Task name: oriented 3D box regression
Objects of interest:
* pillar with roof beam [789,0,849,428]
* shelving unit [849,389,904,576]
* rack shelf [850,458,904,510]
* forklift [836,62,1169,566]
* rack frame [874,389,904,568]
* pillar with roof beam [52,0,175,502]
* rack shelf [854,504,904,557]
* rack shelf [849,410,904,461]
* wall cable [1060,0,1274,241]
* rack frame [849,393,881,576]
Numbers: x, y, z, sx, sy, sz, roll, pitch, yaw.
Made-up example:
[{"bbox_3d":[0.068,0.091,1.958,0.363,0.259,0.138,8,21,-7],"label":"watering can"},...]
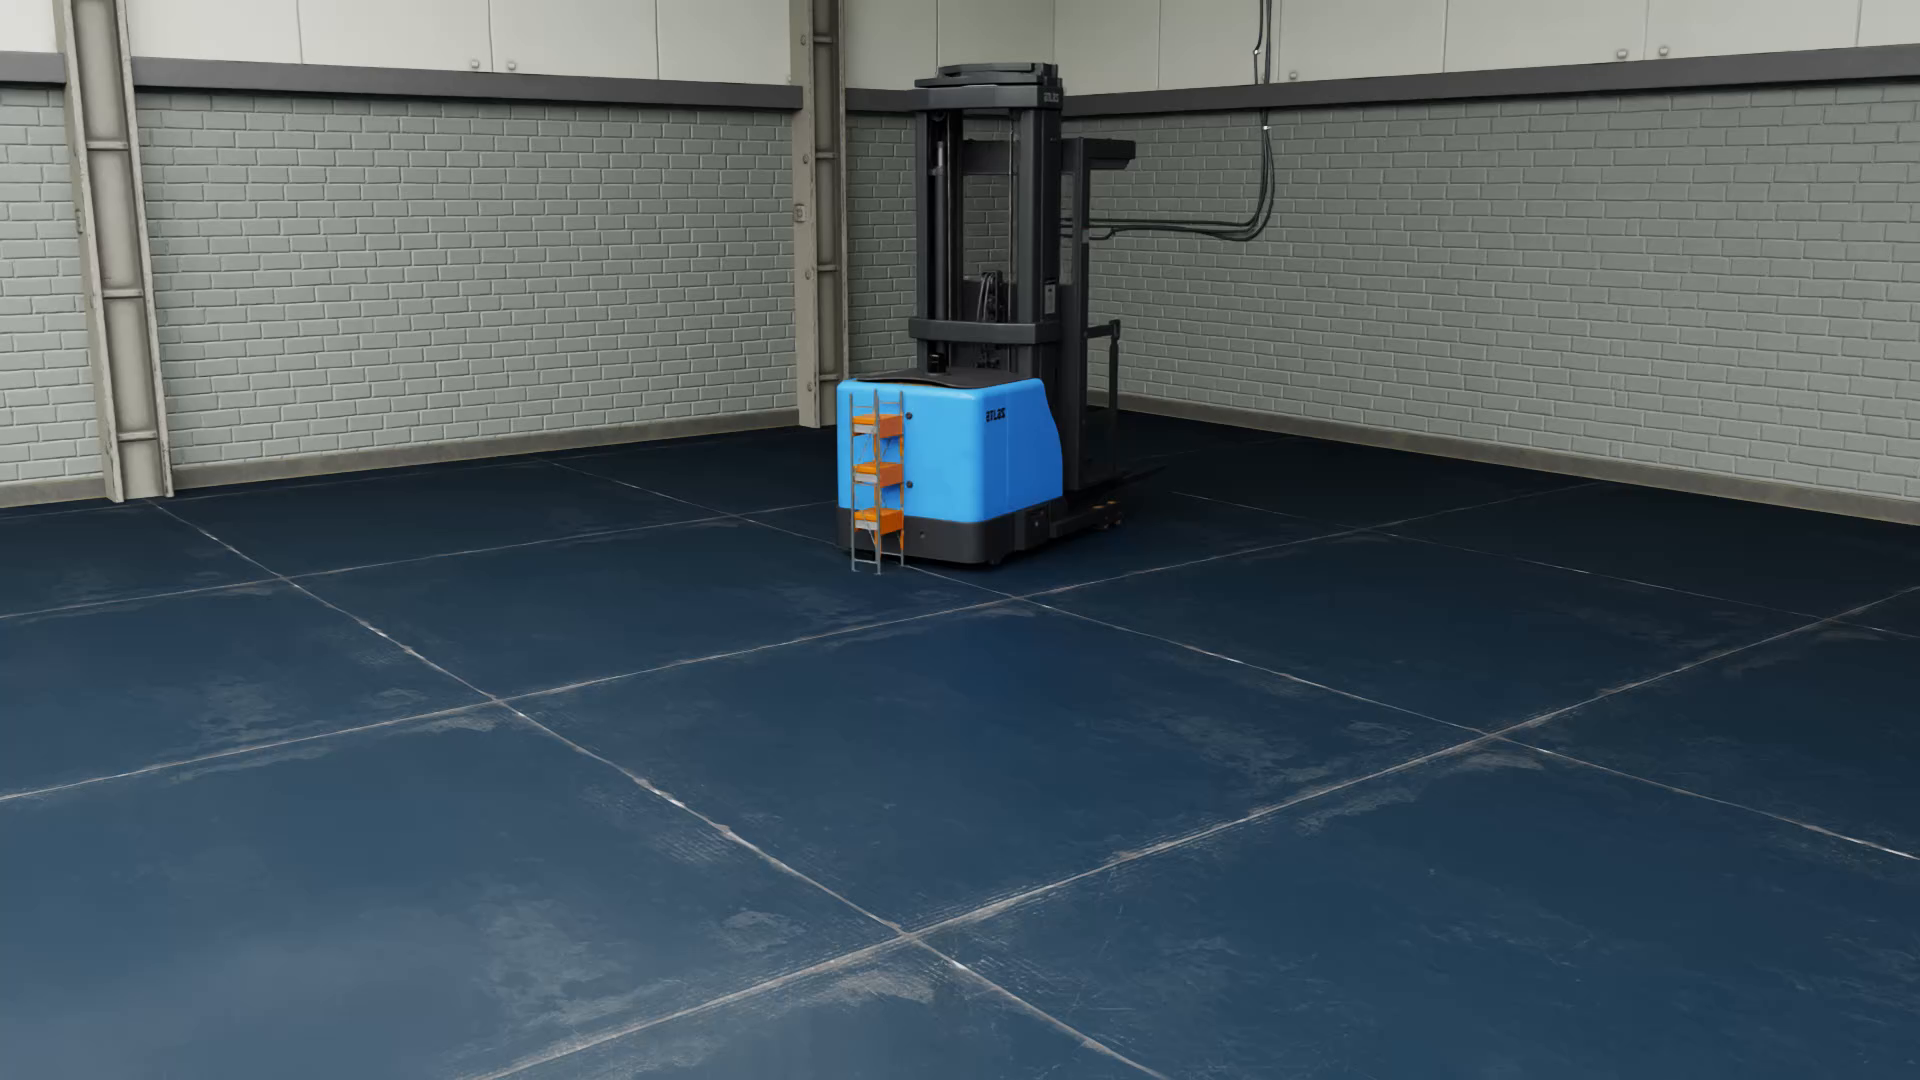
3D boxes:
[{"bbox_3d":[1.396,-4.800,11.571,0.400,9.000,9.100,-9,15,-38],"label":"pillar with roof beam"},{"bbox_3d":[-0.483,-0.340,9.701,0.215,1.050,0.252,7,14,31],"label":"shelving unit"},{"bbox_3d":[-0.483,-0.329,9.703,0.215,0.259,0.240,7,14,31],"label":"rack shelf"},{"bbox_3d":[0.448,-1.542,10.834,1.130,2.935,3.031,7,14,31],"label":"forklift"},{"bbox_3d":[-0.419,-0.361,9.802,0.200,1.050,0.008,7,14,31],"label":"rack frame"},{"bbox_3d":[-3.290,-4.022,7.905,0.400,9.000,9.100,-9,15,-38],"label":"pillar with roof beam"},{"bbox_3d":[-0.483,-0.057,9.761,0.215,0.259,0.240,7,14,31],"label":"rack shelf"},{"bbox_3d":[-0.483,-0.607,9.644,0.215,0.259,0.240,7,14,31],"label":"rack shelf"},{"bbox_3d":[1.833,-4.148,15.972,0.112,2.526,3.097,-9,15,-38],"label":"wall cable"},{"bbox_3d":[-0.547,-0.318,9.599,0.200,1.050,0.008,7,14,31],"label":"rack frame"}]
